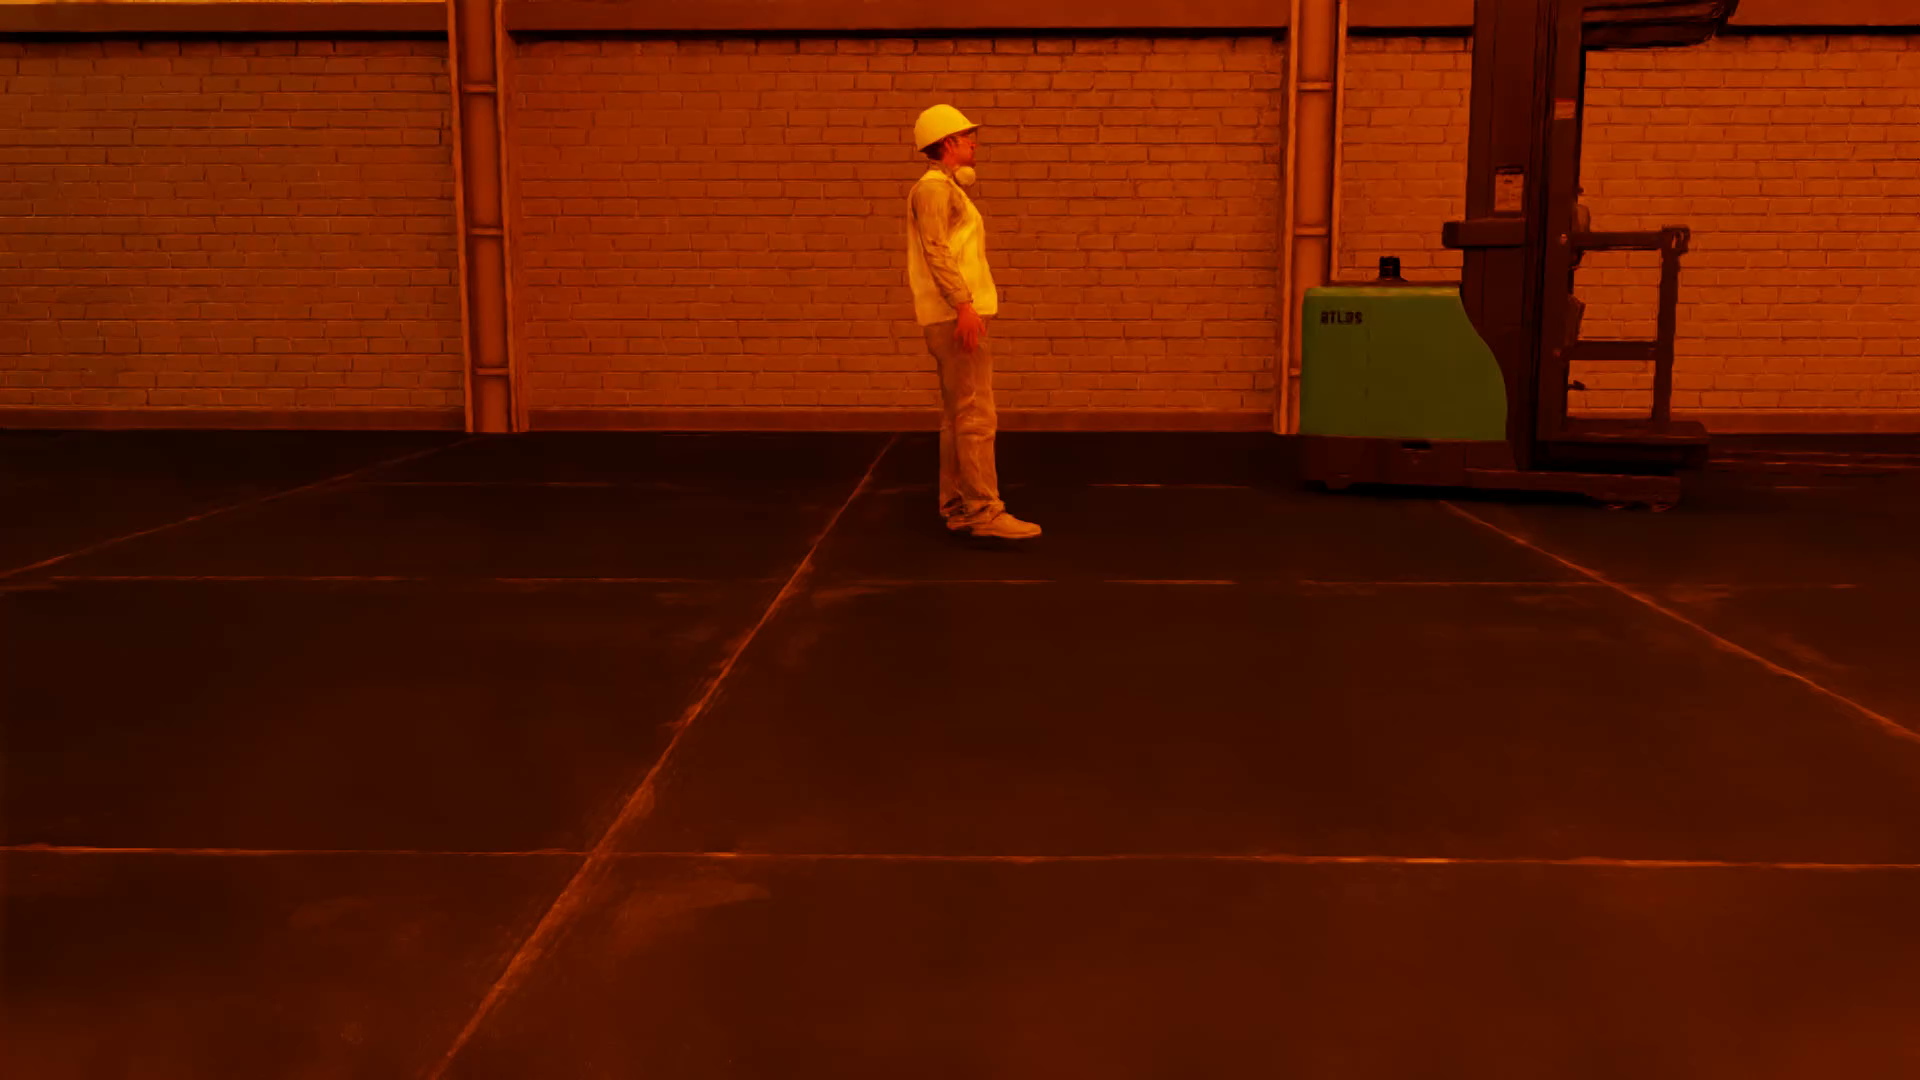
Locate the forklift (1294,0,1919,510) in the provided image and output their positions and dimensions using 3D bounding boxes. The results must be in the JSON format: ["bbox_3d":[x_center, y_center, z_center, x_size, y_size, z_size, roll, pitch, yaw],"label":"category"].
[{"bbox_3d":[3.339,-1.685,8.454,3.031,2.935,1.130,3,9,21],"label":"forklift"}]

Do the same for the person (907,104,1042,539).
[{"bbox_3d":[0.062,-0.922,6.977,0.567,1.773,0.632,0,9,1],"label":"person"}]
